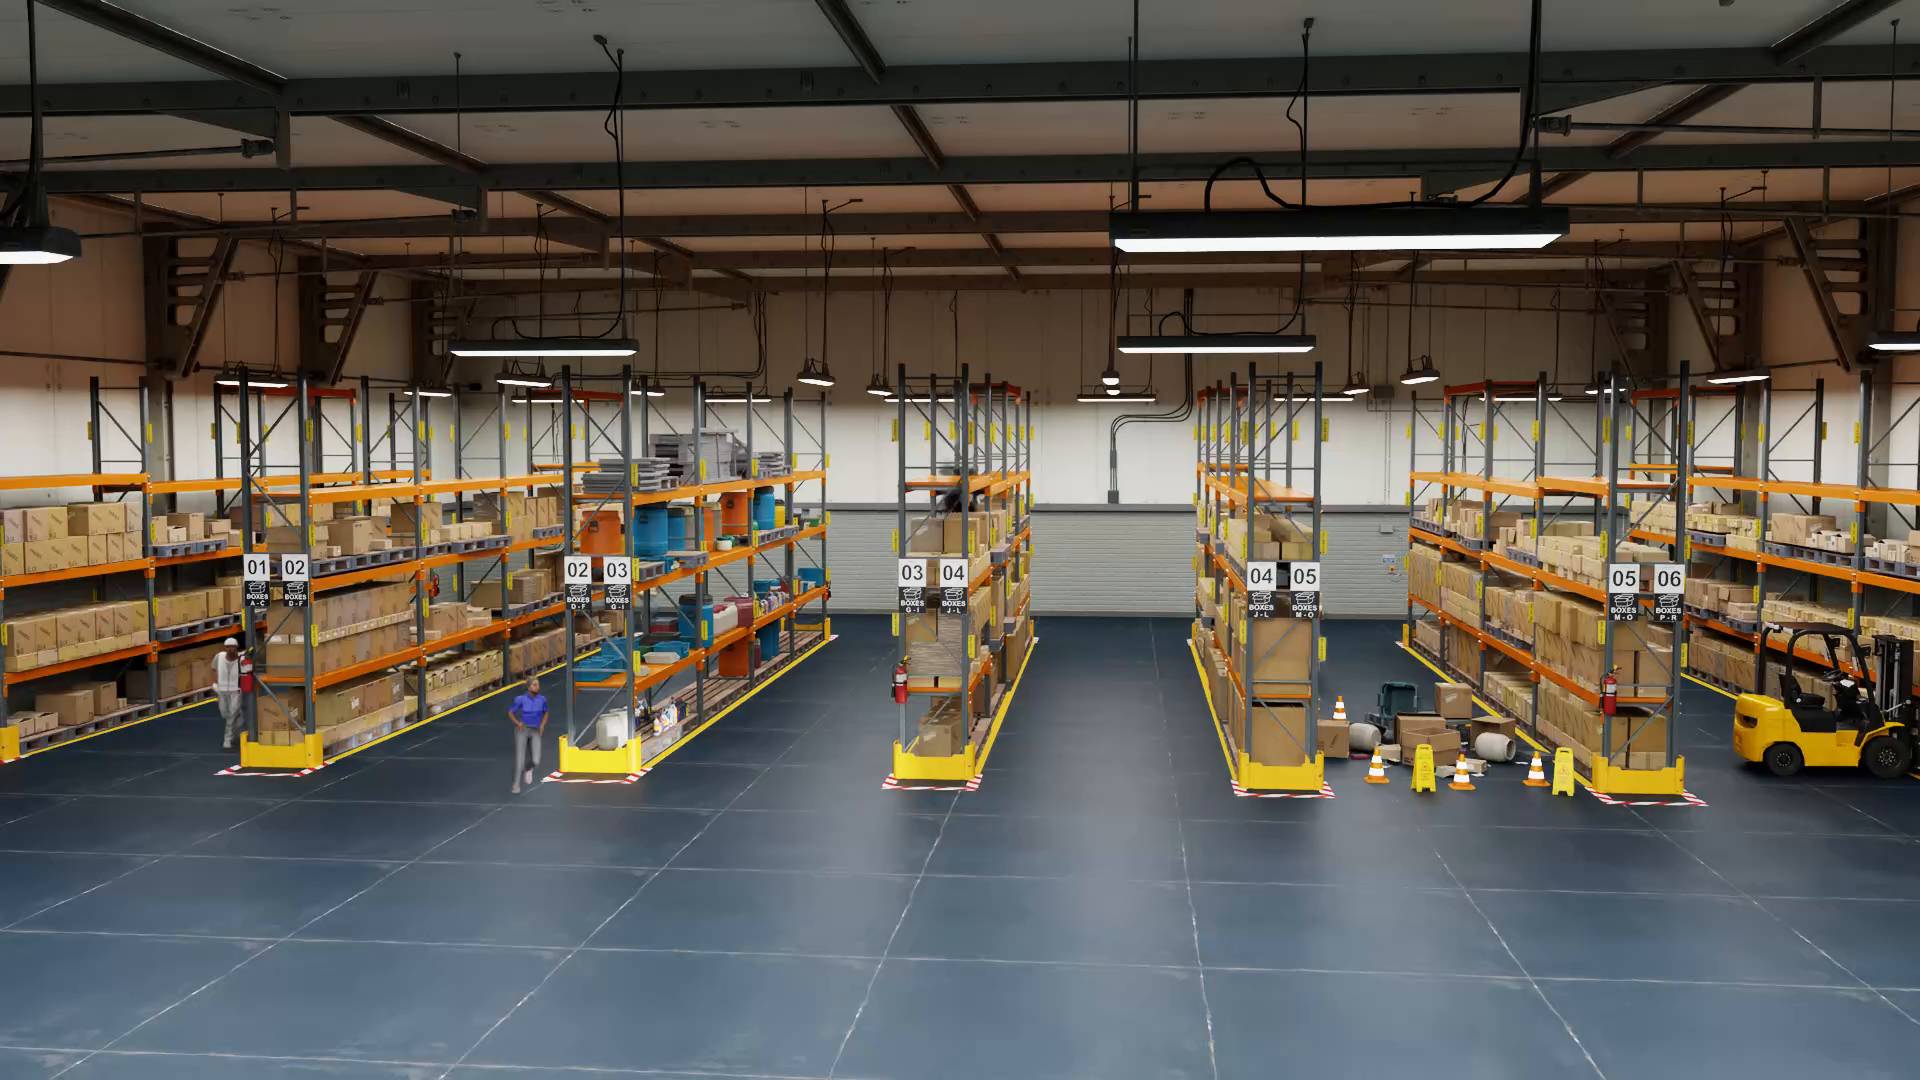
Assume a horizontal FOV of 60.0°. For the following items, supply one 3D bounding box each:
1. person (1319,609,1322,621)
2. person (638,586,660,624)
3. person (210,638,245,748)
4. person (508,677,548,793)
[{"bbox_3d":[7.273,1.886,35.053,0.663,1.784,0.871,0,4,4],"label":"person"},{"bbox_3d":[-7.963,1.425,42.453,0.668,1.745,0.738,3,5,38],"label":"person"},{"bbox_3d":[-11.718,2.430,26.839,0.688,1.757,0.891,0,4,-7],"label":"person"},{"bbox_3d":[-6.052,2.722,23.381,0.578,1.582,0.536,-2,4,-28],"label":"person"}]
